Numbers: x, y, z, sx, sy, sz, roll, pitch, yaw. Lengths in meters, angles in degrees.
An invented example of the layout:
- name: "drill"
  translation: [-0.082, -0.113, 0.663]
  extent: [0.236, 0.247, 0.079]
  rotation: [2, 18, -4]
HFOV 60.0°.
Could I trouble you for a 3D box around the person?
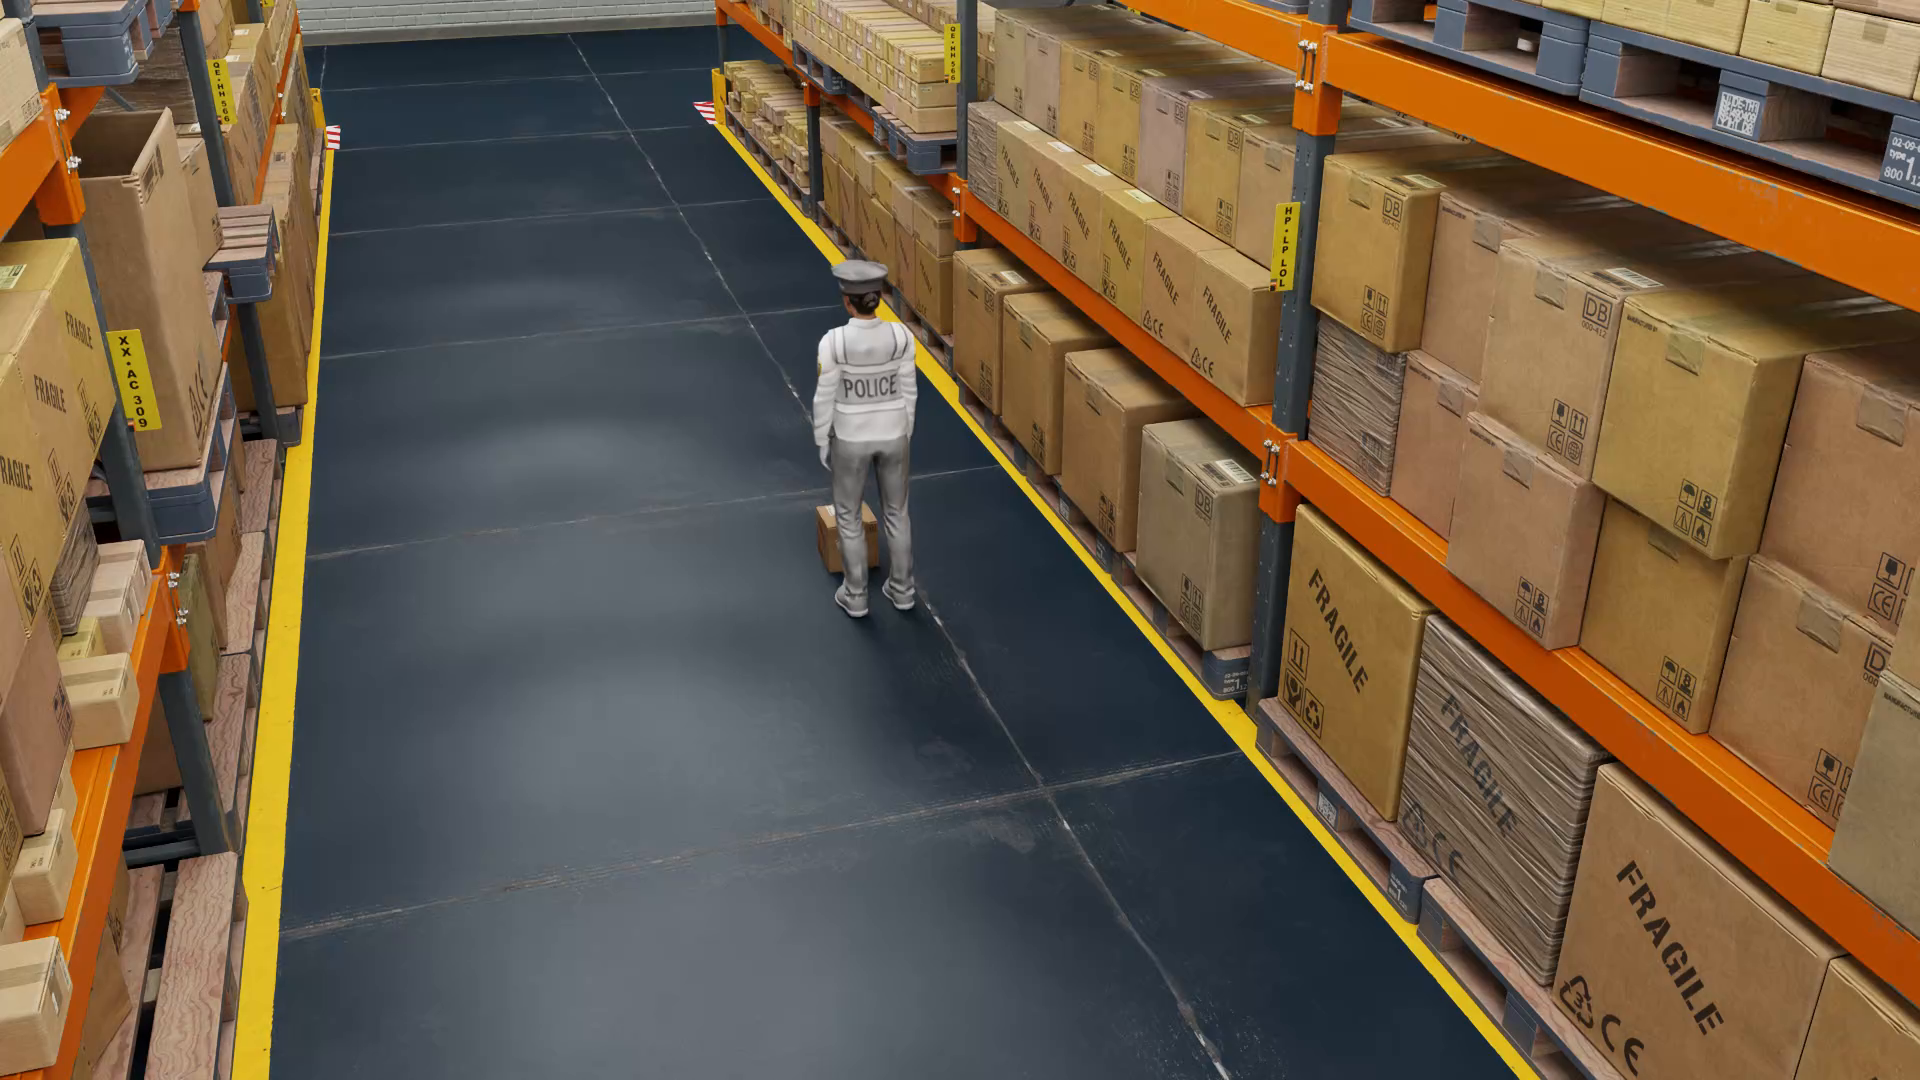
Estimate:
- name: "person"
  translation: [-0.428, -0.442, 7.508]
  extent: [0.470, 1.663, 0.327]
  rotation: [-8, 28, -15]
